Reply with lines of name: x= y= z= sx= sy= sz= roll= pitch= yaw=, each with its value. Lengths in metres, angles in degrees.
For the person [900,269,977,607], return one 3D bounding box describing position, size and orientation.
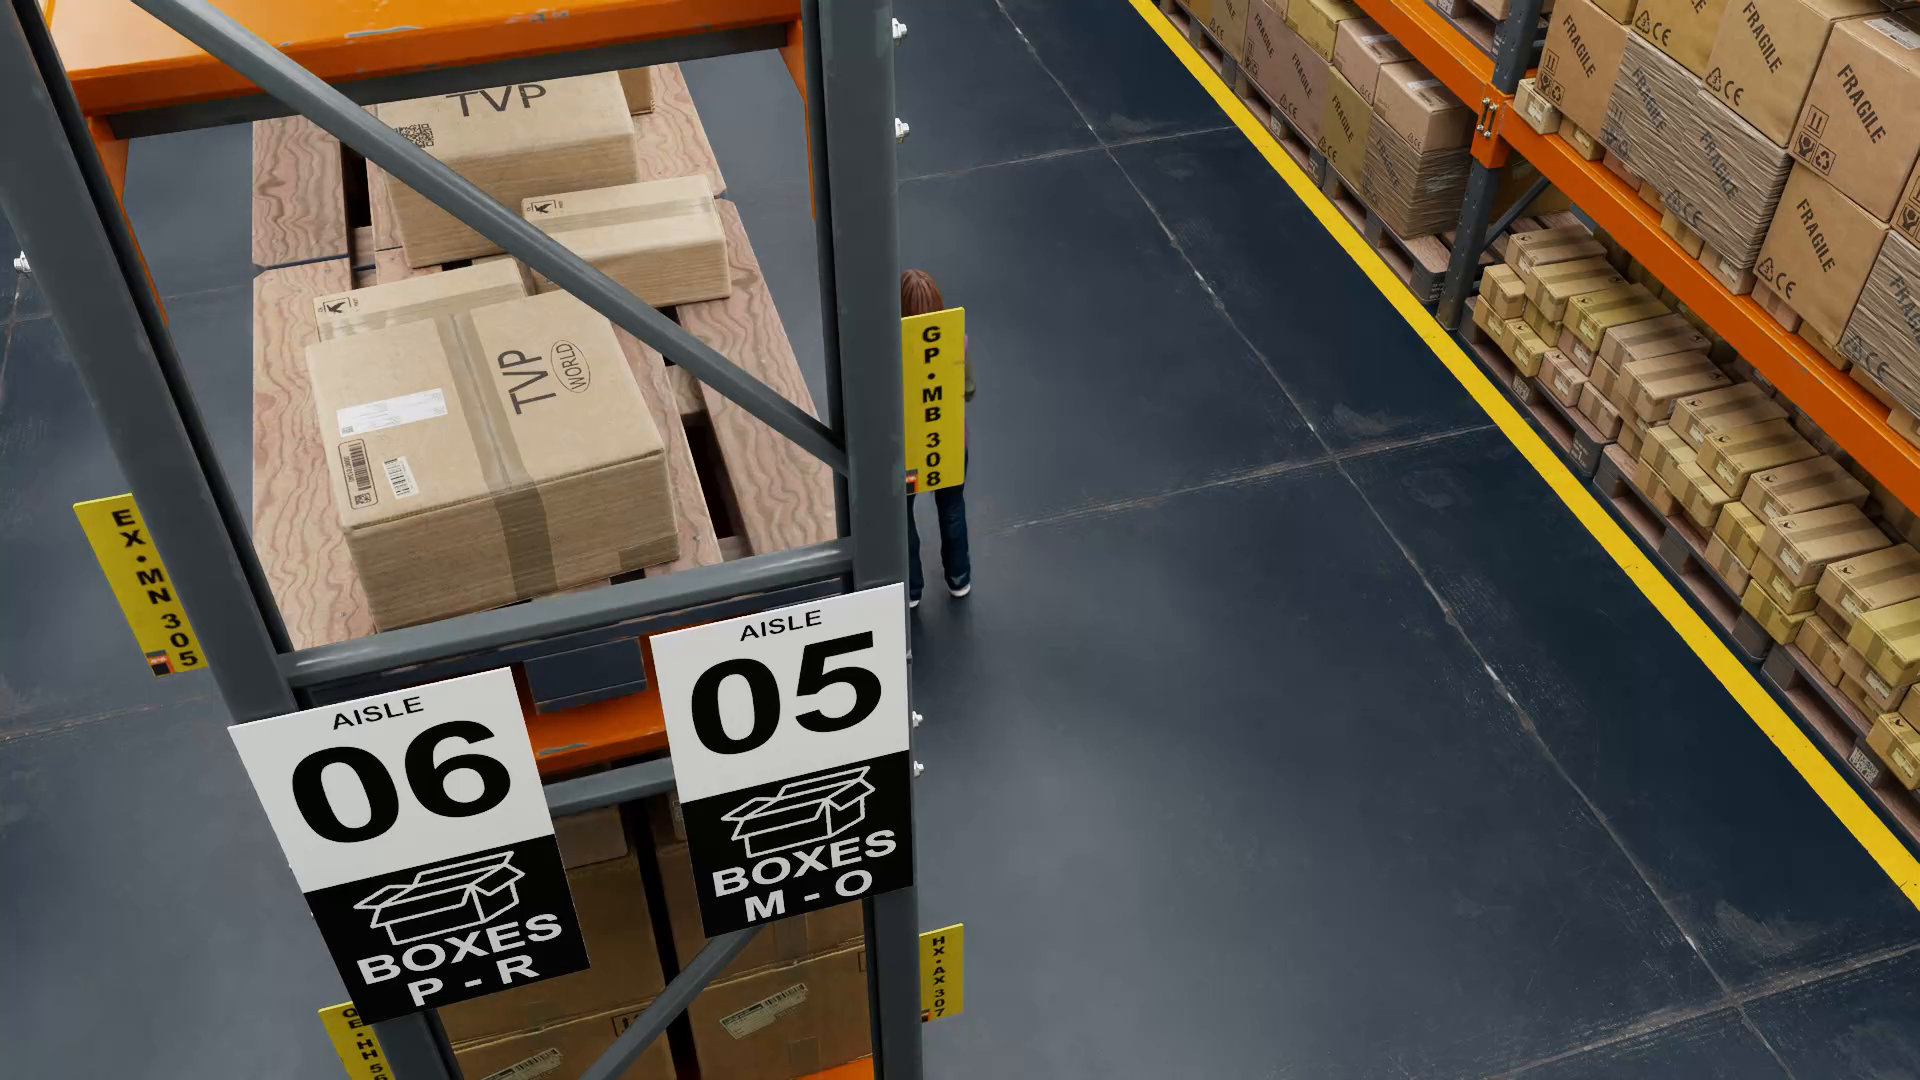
person: x=-0.155 y=-0.383 z=6.576 sx=0.445 sy=1.602 sz=0.371 roll=-13 pitch=44 yaw=-13
